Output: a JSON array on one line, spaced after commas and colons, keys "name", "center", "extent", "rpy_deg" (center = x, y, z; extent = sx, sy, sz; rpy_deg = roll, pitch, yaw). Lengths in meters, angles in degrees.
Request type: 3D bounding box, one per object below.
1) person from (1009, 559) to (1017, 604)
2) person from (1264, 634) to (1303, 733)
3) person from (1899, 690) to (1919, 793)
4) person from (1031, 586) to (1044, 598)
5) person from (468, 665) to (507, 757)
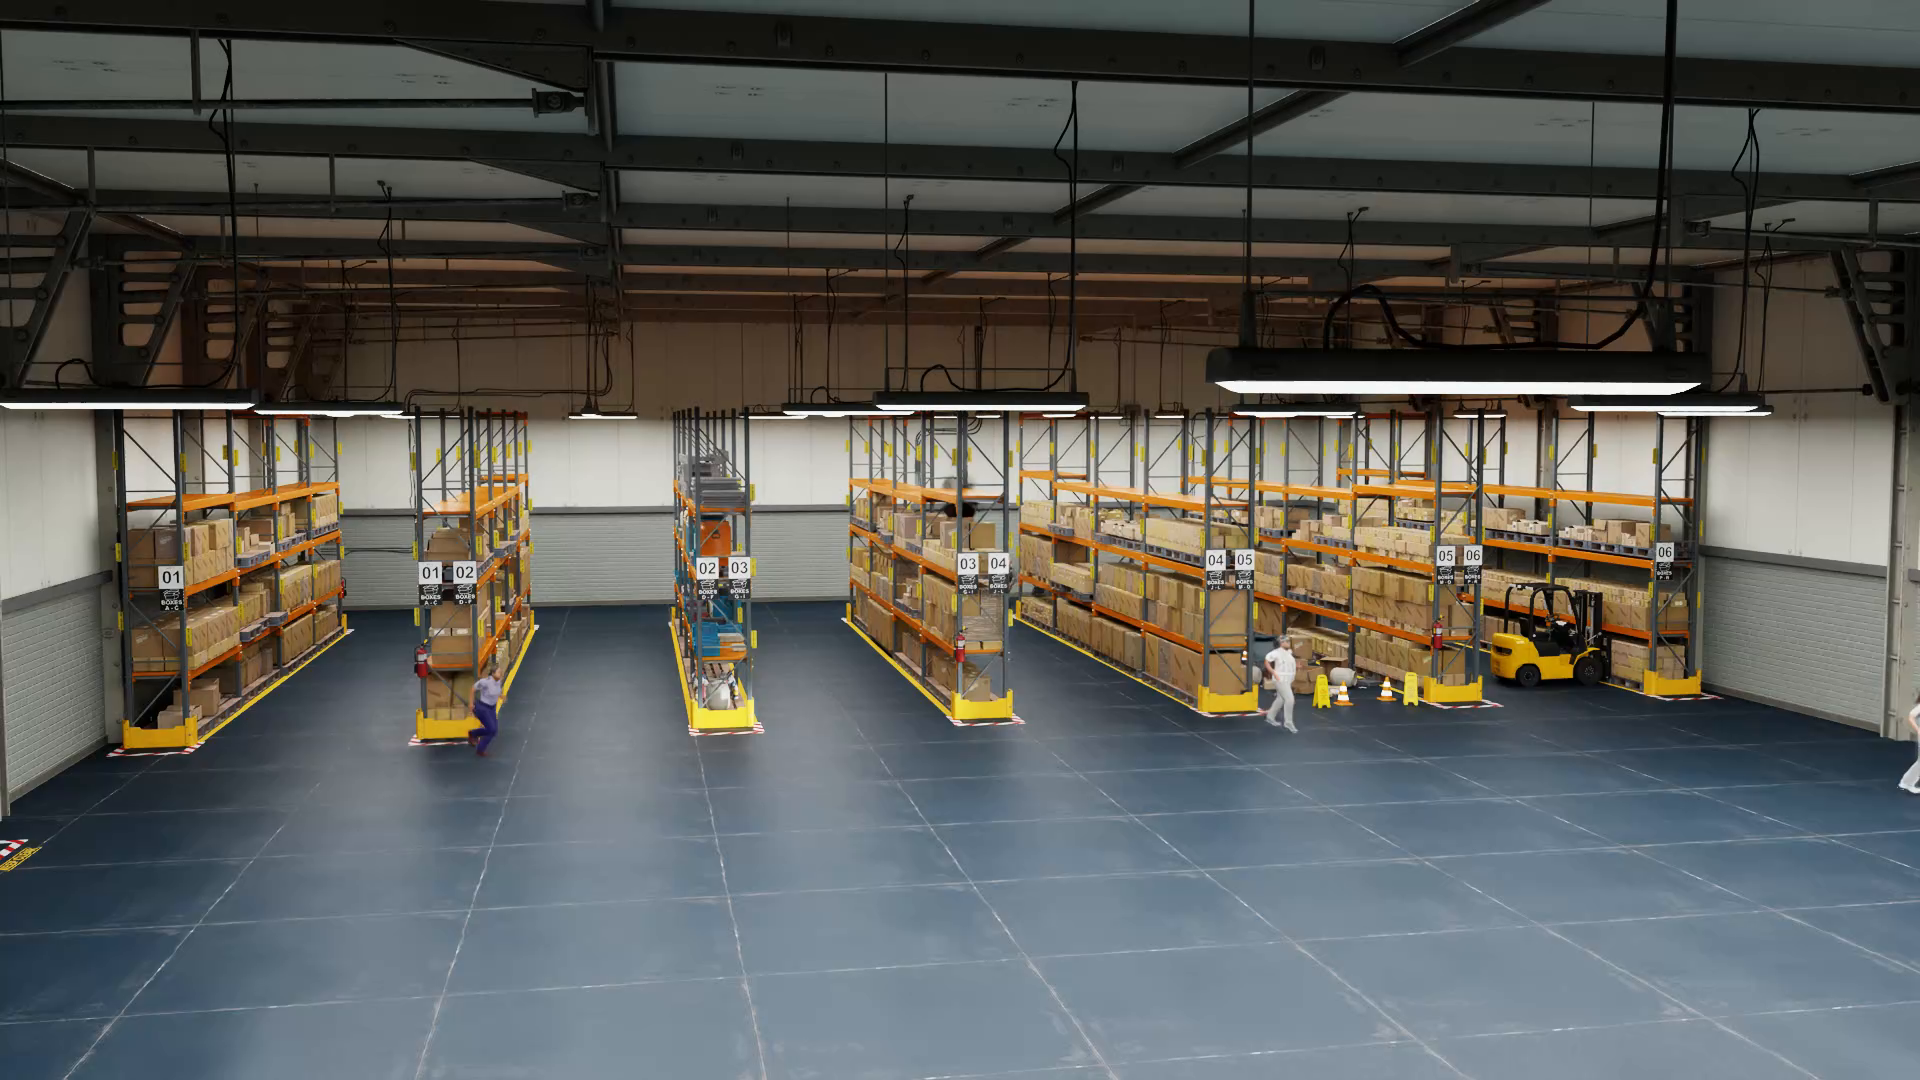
[{"name": "person", "center": [1.384, 1.379, 49.502], "extent": [0.699, 1.656, 0.703], "rpy_deg": [-3, 5, -40]}, {"name": "person", "center": [5.994, 2.646, 30.849], "extent": [0.757, 1.835, 0.652], "rpy_deg": [3, 5, 35]}, {"name": "person", "center": [14.697, 3.089, 25.281], "extent": [0.712, 1.722, 0.546], "rpy_deg": [3, 5, 38]}, {"name": "person", "center": [2.395, 1.386, 50.008], "extent": [0.780, 1.623, 0.660], "rpy_deg": [0, 4, 5]}, {"name": "person", "center": [-8.081, 2.930, 28.479], "extent": [0.682, 1.584, 0.594], "rpy_deg": [1, 4, 12]}]
